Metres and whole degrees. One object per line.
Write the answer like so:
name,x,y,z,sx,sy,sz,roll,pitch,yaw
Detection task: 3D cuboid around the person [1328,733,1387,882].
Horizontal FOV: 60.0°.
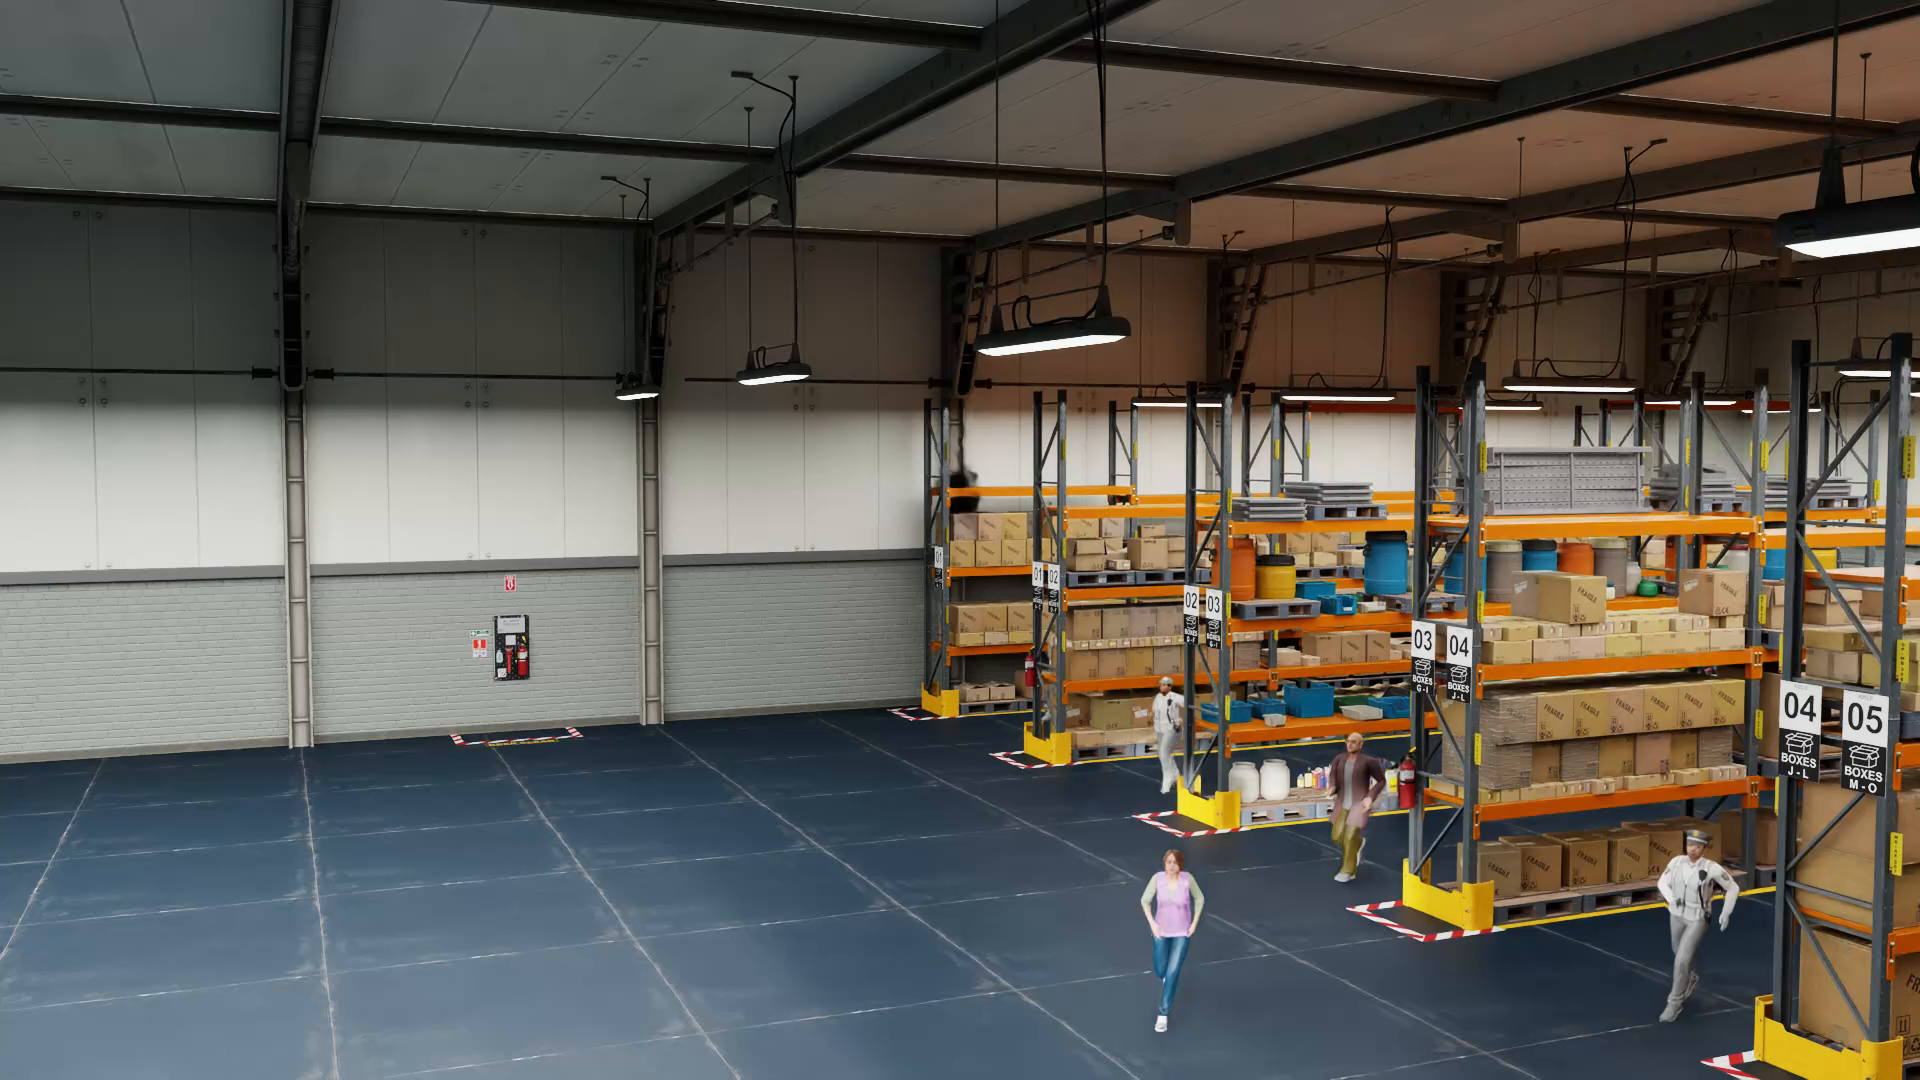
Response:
person,4.667,3.135,19.654,0.711,1.736,0.741,3,5,42

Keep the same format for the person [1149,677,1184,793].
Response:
person,3.097,2.892,24.728,0.718,1.738,0.594,-3,4,-39

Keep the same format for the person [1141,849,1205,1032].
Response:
person,1.899,3.564,14.879,0.566,1.488,0.735,1,3,11

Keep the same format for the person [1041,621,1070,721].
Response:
person,1.754,2.276,29.231,0.817,1.813,0.666,-2,4,-29

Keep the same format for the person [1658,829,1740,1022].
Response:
person,6.629,3.440,14.998,0.833,1.724,0.646,-3,4,-39
